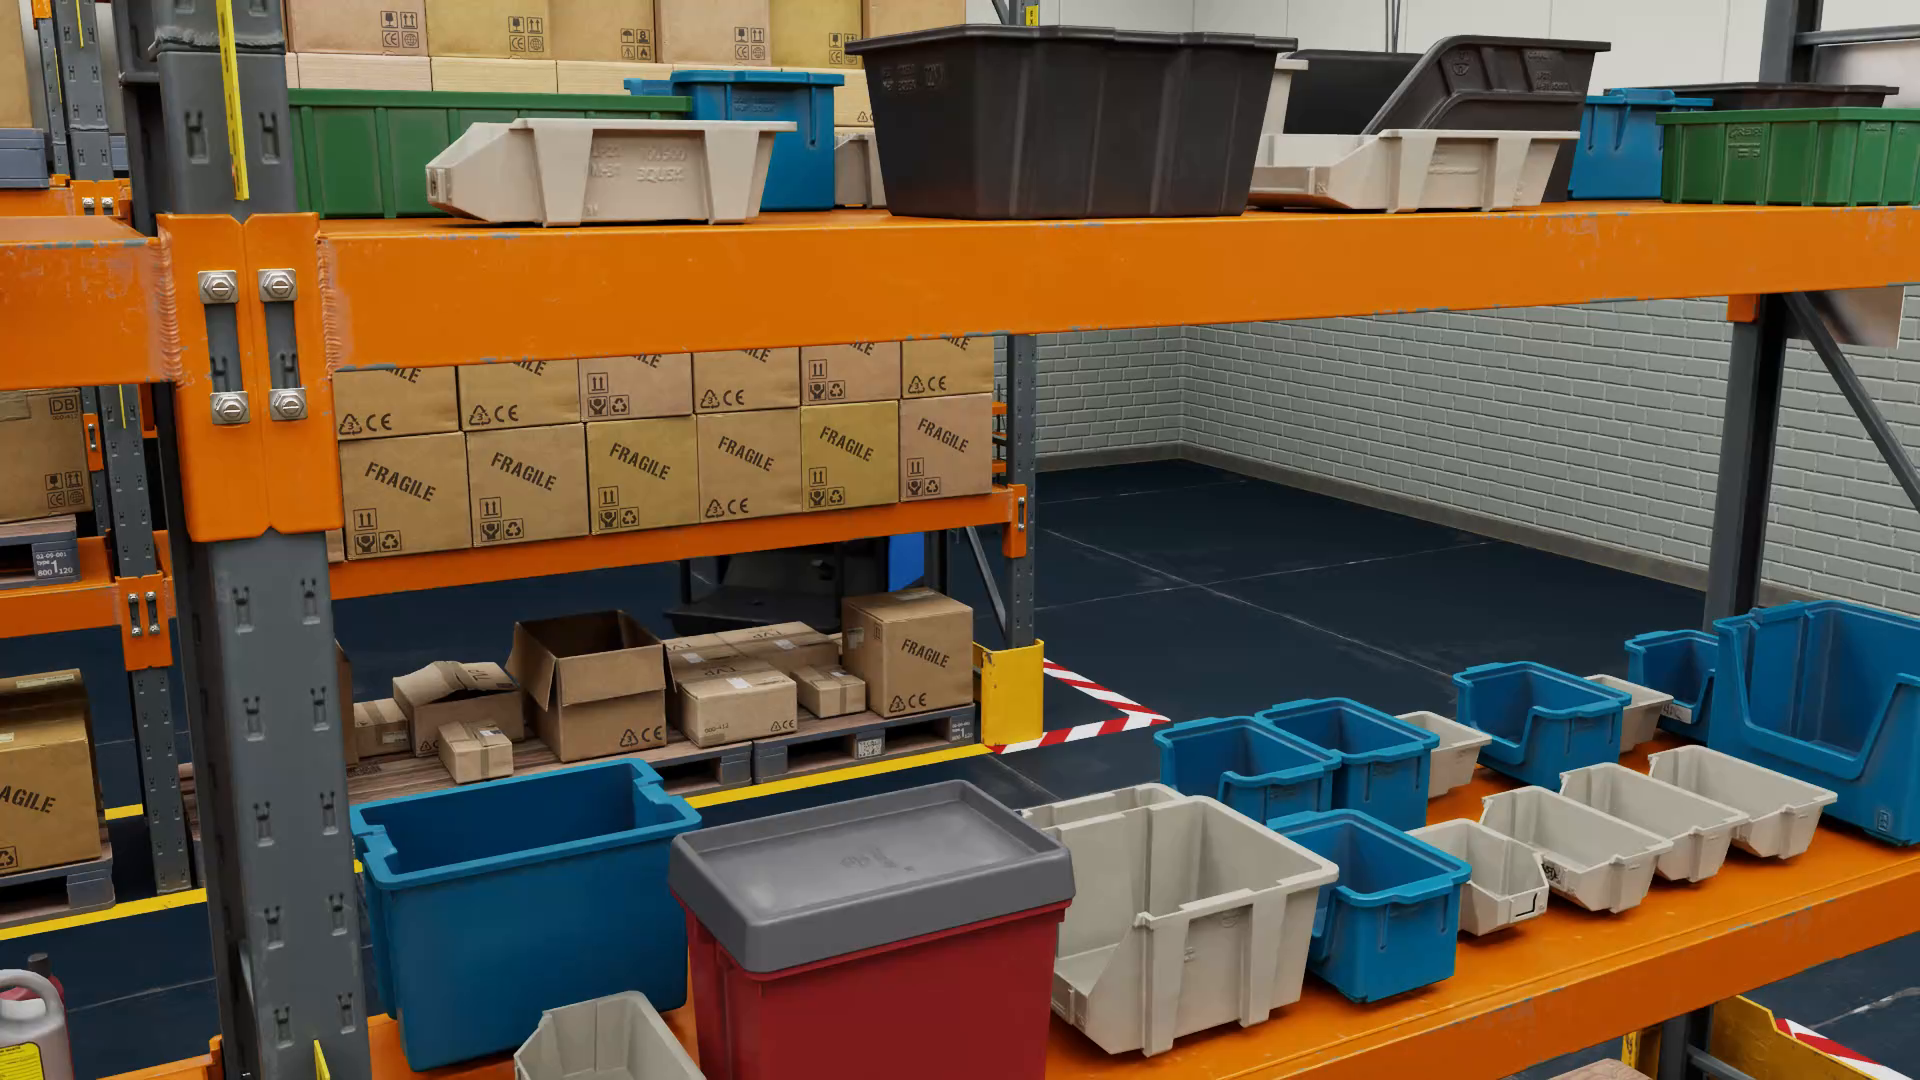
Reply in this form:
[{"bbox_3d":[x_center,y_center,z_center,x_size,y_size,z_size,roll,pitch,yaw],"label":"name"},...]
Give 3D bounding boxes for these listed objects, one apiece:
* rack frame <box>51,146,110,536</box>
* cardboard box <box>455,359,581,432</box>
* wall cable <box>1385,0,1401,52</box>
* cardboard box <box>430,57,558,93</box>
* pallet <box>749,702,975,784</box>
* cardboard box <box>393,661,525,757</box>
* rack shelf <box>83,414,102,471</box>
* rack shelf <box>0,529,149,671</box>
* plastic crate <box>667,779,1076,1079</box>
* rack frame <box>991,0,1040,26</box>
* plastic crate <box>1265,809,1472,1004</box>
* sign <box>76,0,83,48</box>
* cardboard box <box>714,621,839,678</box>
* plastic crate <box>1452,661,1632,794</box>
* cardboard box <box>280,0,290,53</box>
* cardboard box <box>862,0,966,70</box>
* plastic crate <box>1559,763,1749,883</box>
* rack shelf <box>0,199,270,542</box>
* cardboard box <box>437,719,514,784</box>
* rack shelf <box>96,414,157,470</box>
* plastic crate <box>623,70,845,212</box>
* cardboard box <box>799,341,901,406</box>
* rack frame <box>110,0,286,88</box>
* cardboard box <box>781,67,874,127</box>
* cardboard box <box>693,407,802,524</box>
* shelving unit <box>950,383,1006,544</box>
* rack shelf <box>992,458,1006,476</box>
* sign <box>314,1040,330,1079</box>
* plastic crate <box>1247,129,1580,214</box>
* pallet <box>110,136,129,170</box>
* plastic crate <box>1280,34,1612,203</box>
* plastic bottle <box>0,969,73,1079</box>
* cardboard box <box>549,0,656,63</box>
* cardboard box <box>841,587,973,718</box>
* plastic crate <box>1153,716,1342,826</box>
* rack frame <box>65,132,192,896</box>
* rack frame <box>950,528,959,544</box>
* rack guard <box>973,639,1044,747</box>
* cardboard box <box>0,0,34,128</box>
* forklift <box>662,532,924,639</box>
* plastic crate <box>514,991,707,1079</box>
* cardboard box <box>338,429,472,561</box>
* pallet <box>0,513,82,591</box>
[{"bbox_3d":[-5.800,-1.081,11.081,0.127,3.000,1.000,-7,14,-28],"label":"rack frame"},{"bbox_3d":[-1.971,-0.767,7.181,0.500,0.500,0.500,-7,15,-30],"label":"cardboard box"},{"bbox_3d":[2.847,-3.440,14.971,0.112,2.526,3.097,-7,14,-28],"label":"wall cable"},{"bbox_3d":[-1.995,-1.868,6.947,0.500,0.250,0.500,-7,14,-28],"label":"cardboard box"},{"bbox_3d":[-0.678,0.905,8.608,1.213,0.211,1.003,-7,14,-28],"label":"pallet"},{"bbox_3d":[-2.401,0.777,7.948,0.500,0.311,0.500,-7,14,-28],"label":"cardboard box"},{"bbox_3d":[-7.555,-0.520,10.225,4.000,0.370,1.077,-7,14,-28],"label":"rack shelf"},{"bbox_3d":[-5.178,0.435,5.985,4.000,0.370,1.077,-7,14,-28],"label":"rack shelf"},{"bbox_3d":[-0.149,0.722,2.787,0.583,0.464,0.402,-7,14,-28],"label":"plastic crate"},{"bbox_3d":[0.088,-3.474,8.052,0.127,3.000,1.000,-7,14,-28],"label":"rack frame"},{"bbox_3d":[0.778,0.725,3.300,0.300,0.233,0.416,-7,14,-28],"label":"plastic crate"},{"bbox_3d":[-3.154,-1.928,5.938,0.005,0.325,0.100,-7,14,-28],"label":"sign"},{"bbox_3d":[-0.964,0.634,8.719,0.500,0.250,0.500,-7,14,-28],"label":"cardboard box"},{"bbox_3d":[1.506,0.492,4.338,0.300,0.233,0.416,-7,14,-28],"label":"plastic crate"},{"bbox_3d":[-3.014,-2.185,6.651,0.500,0.500,0.700,-7,14,-28],"label":"cardboard box"},{"bbox_3d":[-0.355,-2.490,8.007,0.500,0.500,0.700,-7,14,-28],"label":"cardboard box"},{"bbox_3d":[1.568,0.655,3.830,0.243,0.136,0.396,-7,14,-28],"label":"plastic crate"},{"bbox_3d":[-2.808,-0.074,1.412,4.000,0.370,1.077,-7,14,-28],"label":"rack shelf"},{"bbox_3d":[-2.196,0.945,7.528,0.250,0.166,0.380,-7,14,-28],"label":"cardboard box"},{"bbox_3d":[-4.044,-0.941,12.095,4.000,0.370,1.077,-7,14,-28],"label":"rack shelf"},{"bbox_3d":[-0.407,-0.711,2.986,0.300,0.233,0.416,-7,14,-28],"label":"plastic crate"},{"bbox_3d":[-0.614,-0.931,7.910,0.500,0.500,0.500,-6,14,-26],"label":"cardboard box"},{"bbox_3d":[-1.053,-2.099,1.939,0.127,3.000,1.000,-7,14,-28],"label":"rack frame"},{"bbox_3d":[-0.680,-2.026,7.651,0.500,0.250,0.500,-7,14,-28],"label":"cardboard box"},{"bbox_3d":[-1.069,-0.390,7.783,0.500,0.500,0.500,-7,14,-27],"label":"cardboard box"},{"bbox_3d":[0.145,-0.603,13.055,0.503,1.200,0.258,-7,14,-28],"label":"shelving unit"},{"bbox_3d":[0.145,-0.537,13.070,0.480,0.148,0.258,-7,14,-28],"label":"rack shelf"},{"bbox_3d":[-0.791,0.799,2.095,0.005,0.325,0.100,-7,14,-28],"label":"sign"},{"bbox_3d":[0.763,-0.662,2.989,0.530,0.136,0.437,-7,14,-28],"label":"plastic crate"},{"bbox_3d":[-5.077,-2.585,11.135,1.213,0.211,1.003,-7,14,-28],"label":"pallet"},{"bbox_3d":[0.985,-0.918,3.666,0.767,0.338,0.504,-7,14,-28],"label":"plastic crate"},{"bbox_3d":[-1.553,0.831,2.697,0.185,0.351,0.144,-7,14,-28],"label":"plastic bottle"},{"bbox_3d":[-1.706,-2.346,7.366,0.500,0.500,0.700,-7,14,-28],"label":"cardboard box"},{"bbox_3d":[-0.271,0.562,8.472,0.500,0.500,0.500,-7,14,-28],"label":"cardboard box"},{"bbox_3d":[0.664,0.592,3.890,0.300,0.233,0.416,-7,14,-28],"label":"plastic crate"},{"bbox_3d":[-3.423,-0.127,6.841,0.127,3.000,1.000,-7,14,-28],"label":"rack frame"},{"bbox_3d":[-0.069,-0.577,12.941,0.015,1.200,0.240,-7,14,-28],"label":"rack frame"},{"bbox_3d":[0.021,0.680,8.950,0.348,0.500,1.175,-7,14,-28],"label":"rack guard"},{"bbox_3d":[-3.900,-1.854,6.271,0.600,0.600,0.600,-8,15,-33],"label":"cardboard box"},{"bbox_3d":[-1.062,-0.725,9.656,1.130,2.935,3.031,4,13,19],"label":"forklift"},{"bbox_3d":[-0.576,0.906,2.715,0.243,0.136,0.396,-7,14,-28],"label":"plastic crate"},{"bbox_3d":[-2.397,-0.231,7.077,0.500,0.500,0.500,-7,14,-27],"label":"cardboard box"},{"bbox_3d":[-4.177,0.030,6.582,1.213,0.211,1.003,-7,14,-28],"label":"pallet"}]
